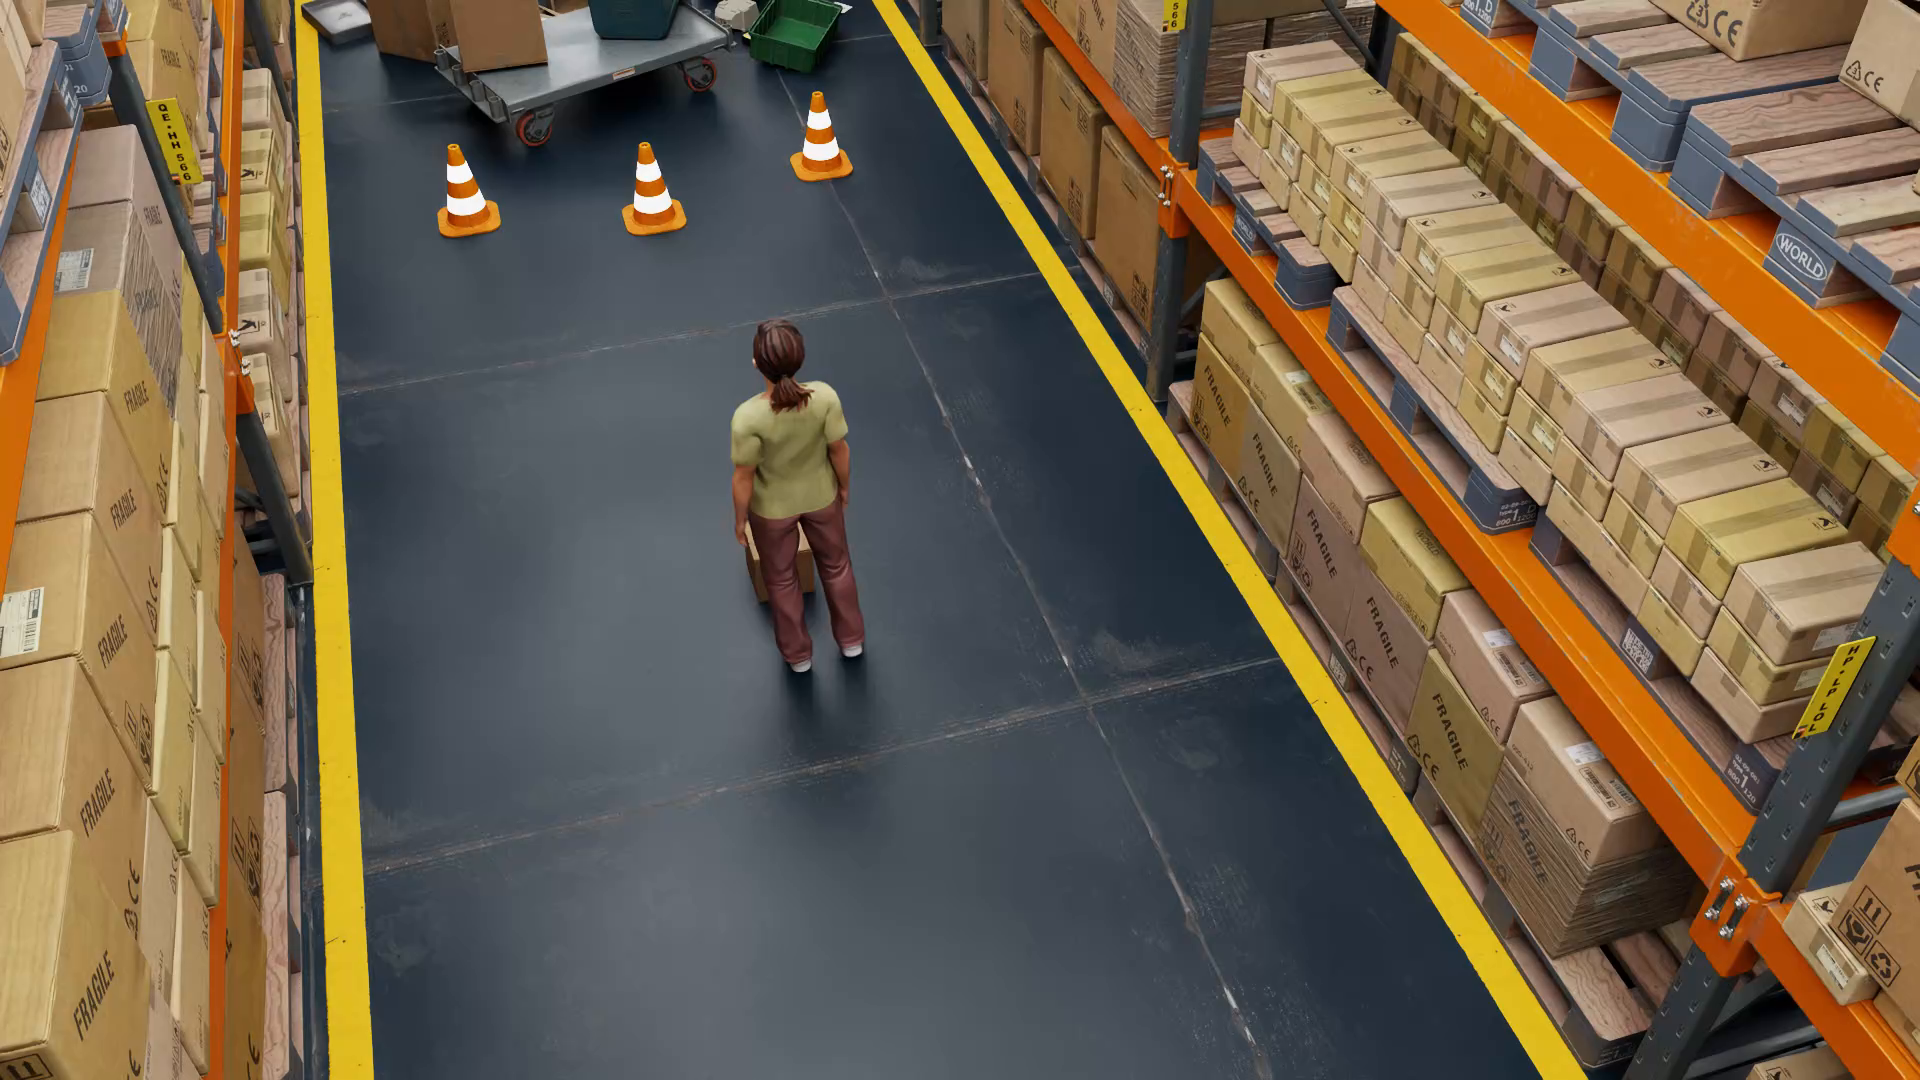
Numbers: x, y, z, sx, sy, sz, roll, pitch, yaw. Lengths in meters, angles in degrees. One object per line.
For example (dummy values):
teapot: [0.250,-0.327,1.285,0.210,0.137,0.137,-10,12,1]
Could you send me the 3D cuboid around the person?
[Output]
person: [-0.633,-0.145,6.314,0.485,1.682,0.412,-15,45,-16]
